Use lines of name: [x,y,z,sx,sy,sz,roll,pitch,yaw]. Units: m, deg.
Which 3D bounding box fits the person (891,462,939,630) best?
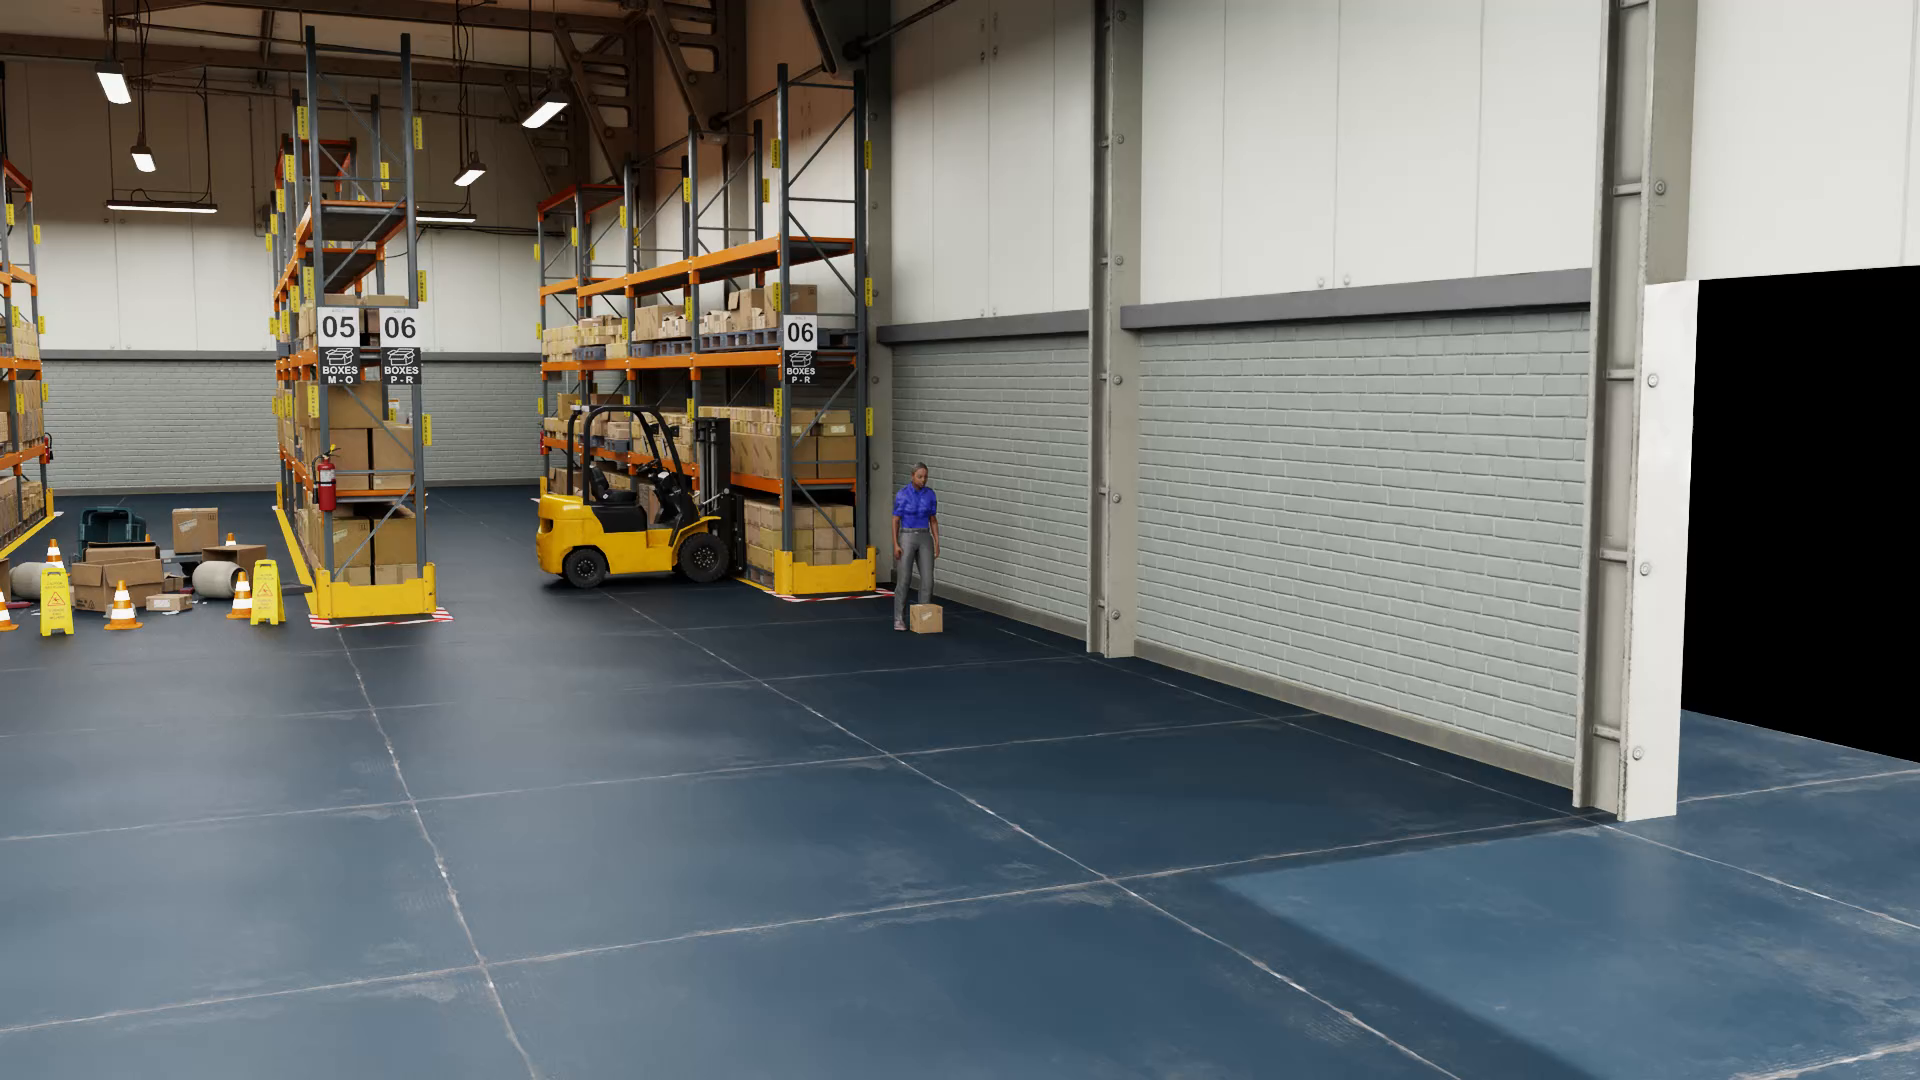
person: [-0.433,0.055,16.462,0.504,1.655,0.393,-2,6,-23]
